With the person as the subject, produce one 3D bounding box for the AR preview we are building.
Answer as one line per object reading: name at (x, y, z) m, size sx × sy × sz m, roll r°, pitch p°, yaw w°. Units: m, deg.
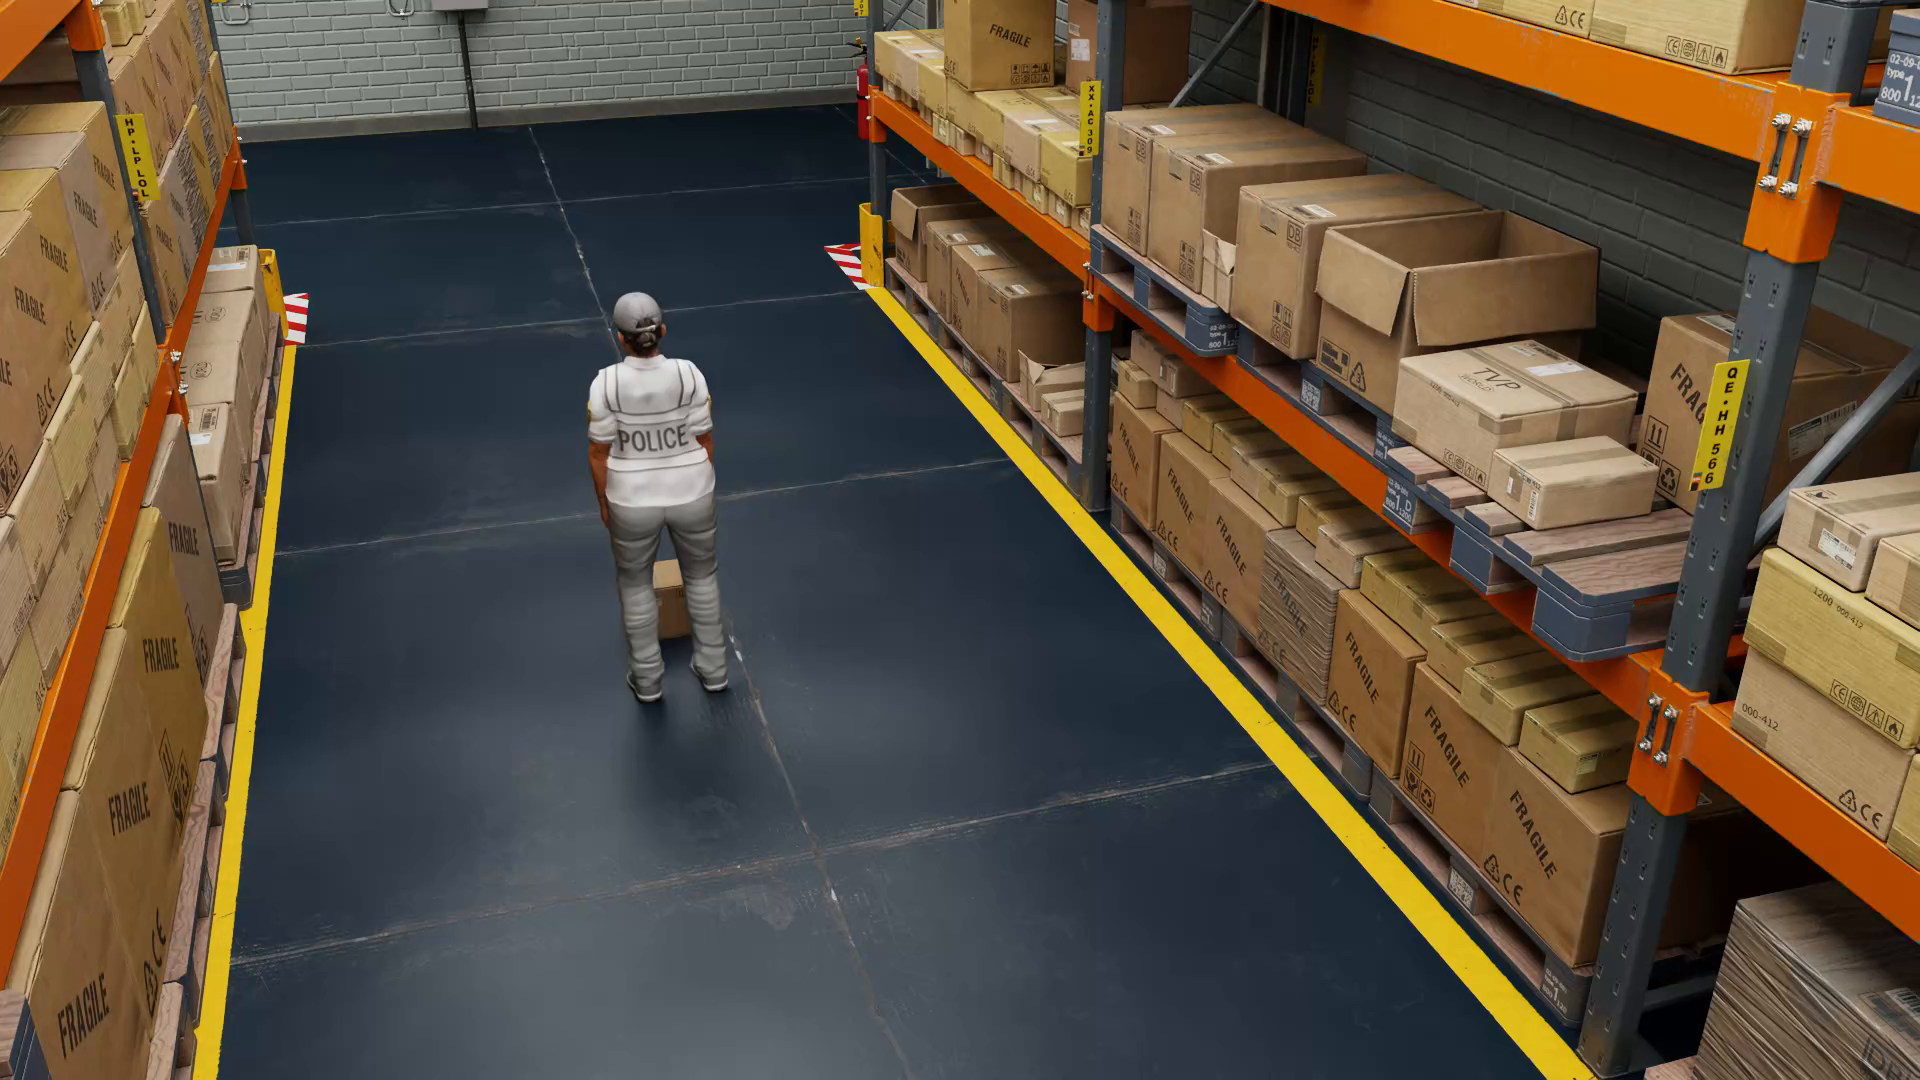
person at (-1.180, -0.157, 6.439) m, size 0.469 × 1.659 × 0.390 m, roll -8°, pitch 27°, yaw -15°
